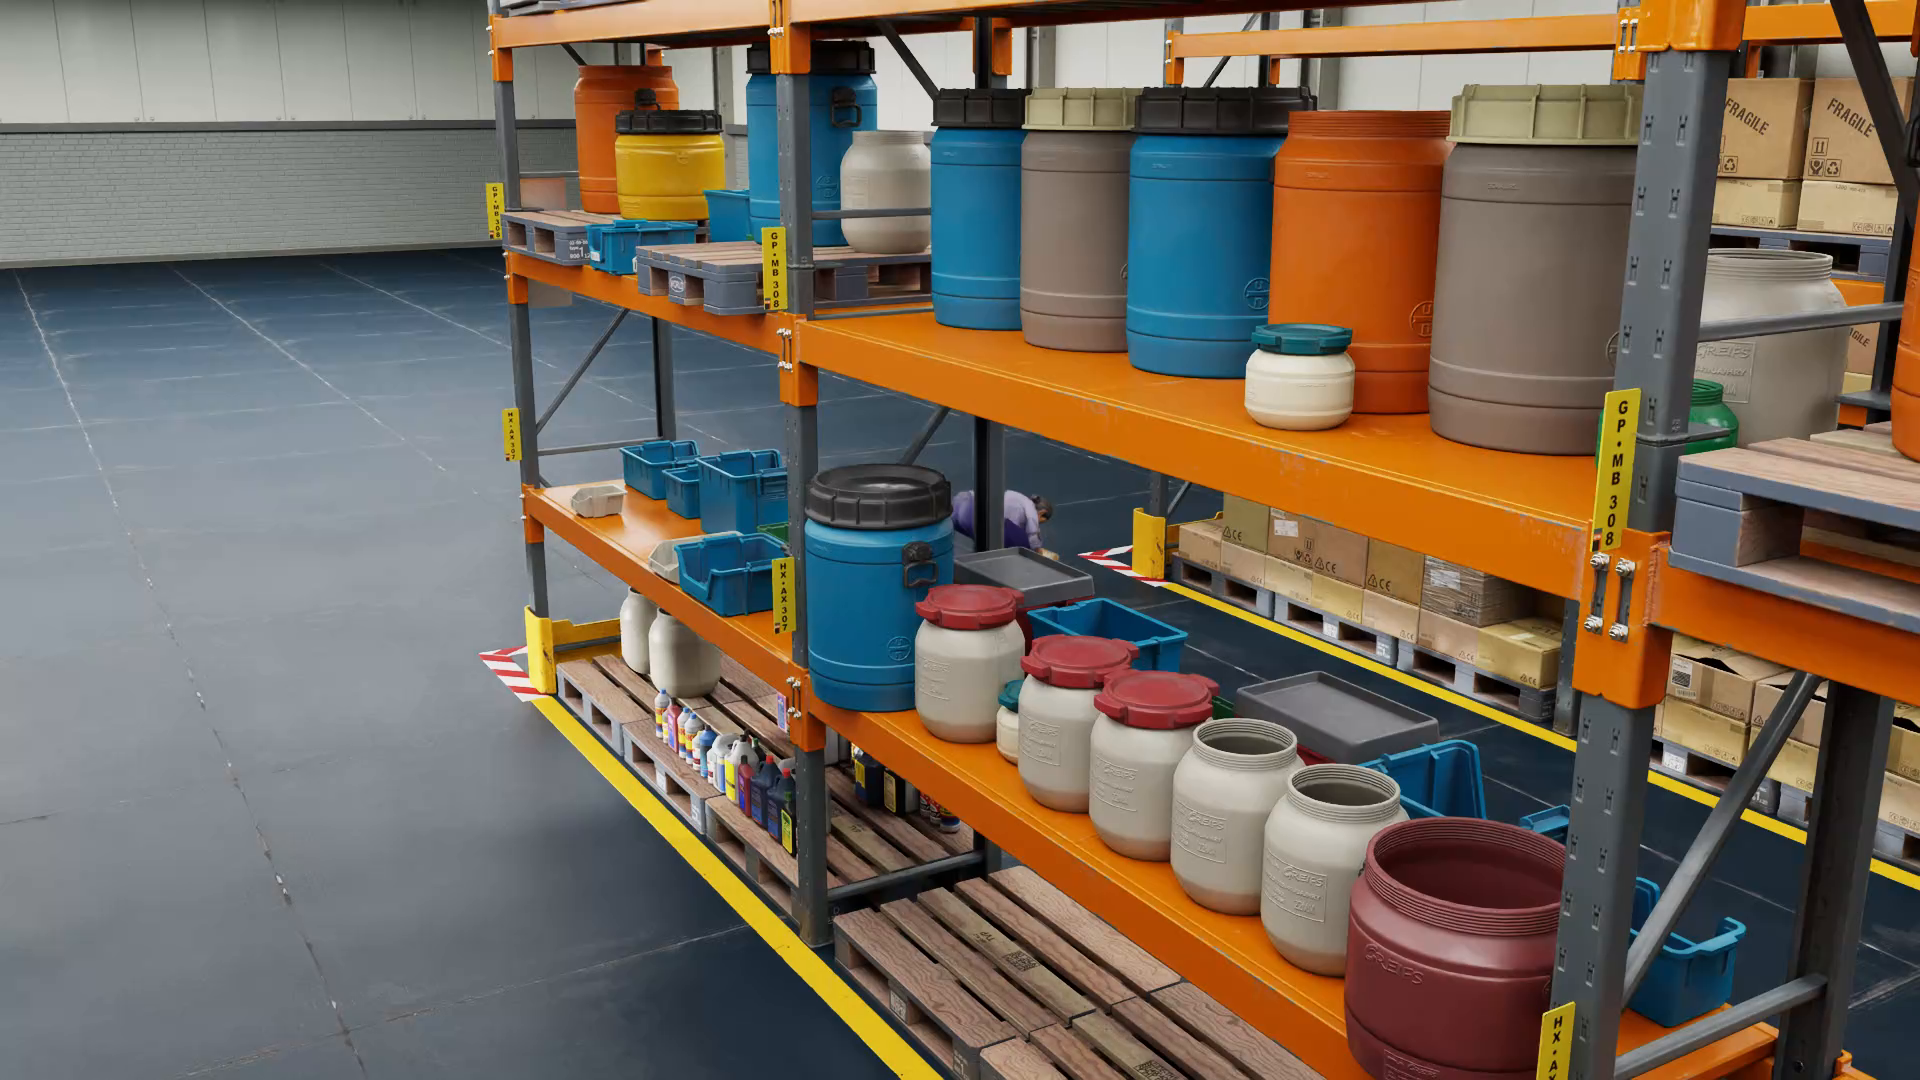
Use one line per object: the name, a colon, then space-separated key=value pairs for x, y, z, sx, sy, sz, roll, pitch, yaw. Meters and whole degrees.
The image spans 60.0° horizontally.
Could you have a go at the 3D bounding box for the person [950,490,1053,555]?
person: x=0.326 y=0.001 z=12.606 sx=0.899 sy=0.841 sz=0.513 roll=-10 pitch=18 yaw=-32
